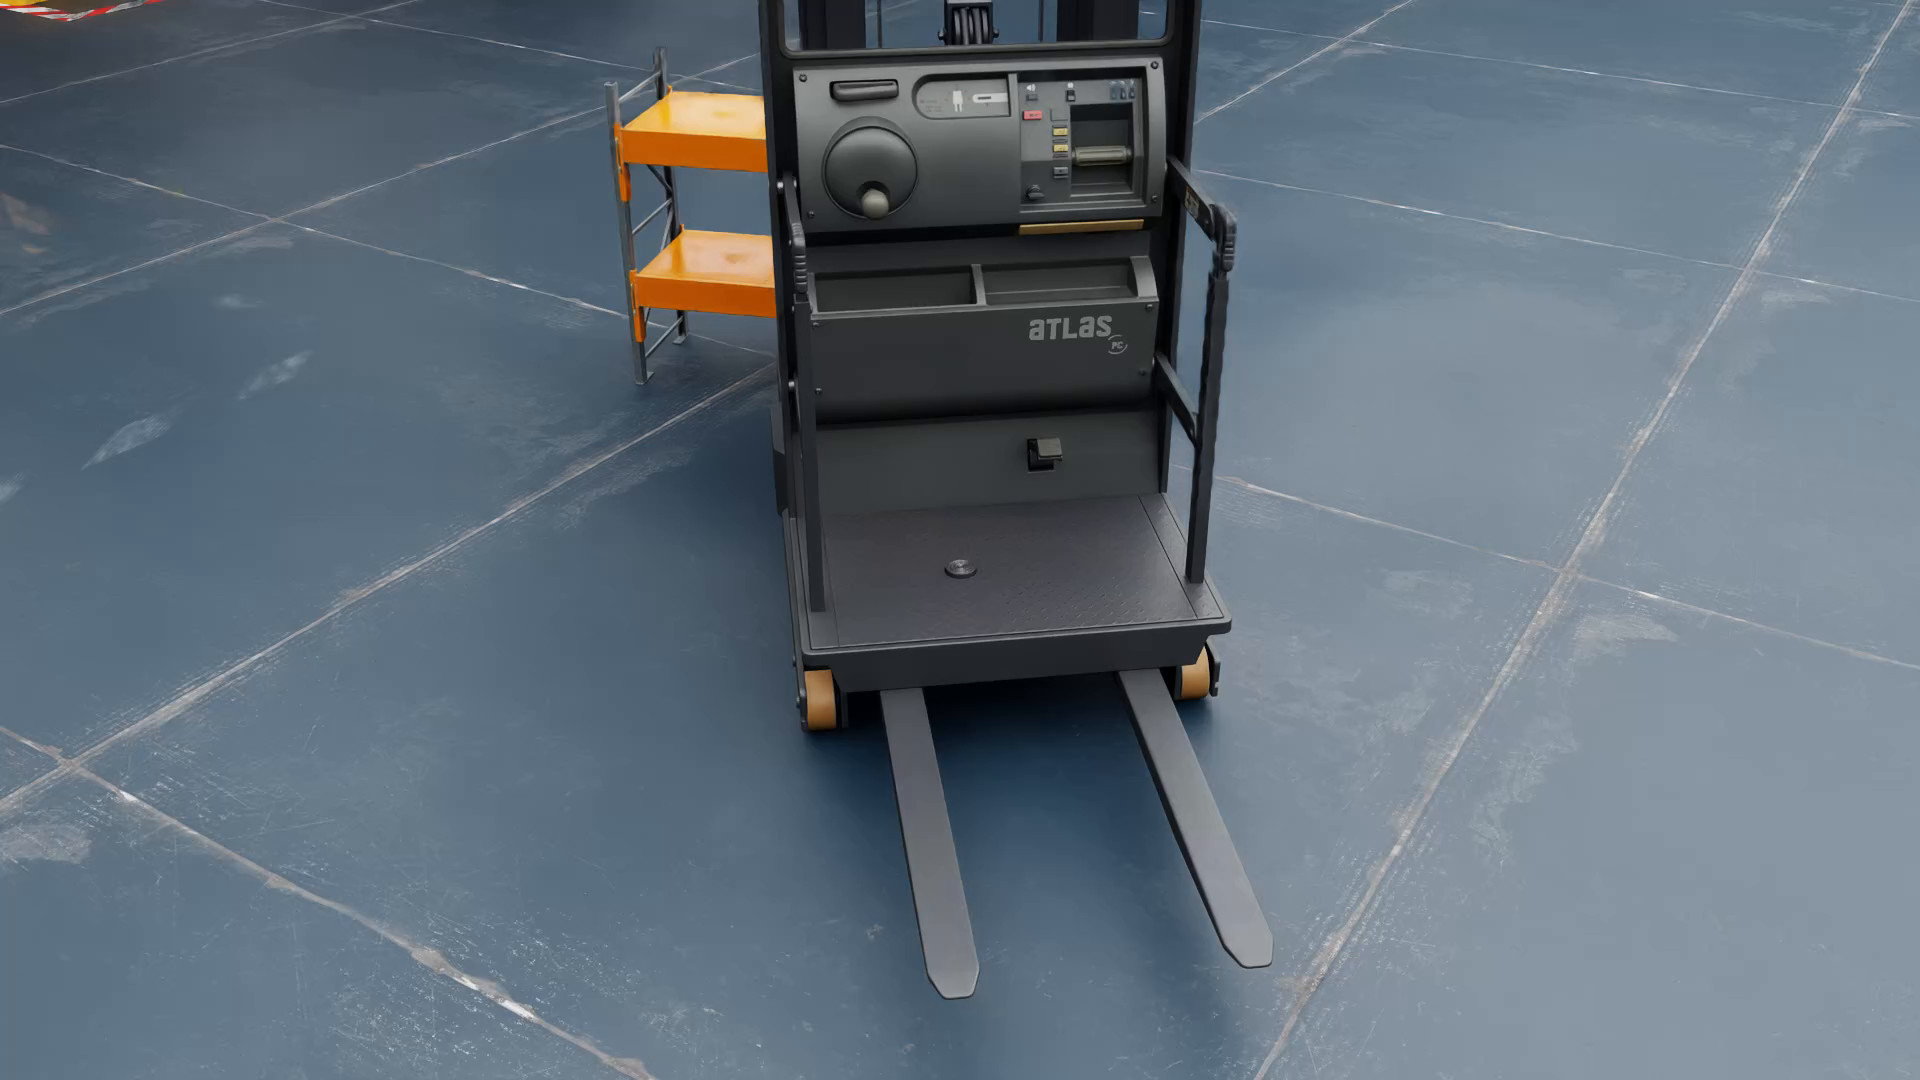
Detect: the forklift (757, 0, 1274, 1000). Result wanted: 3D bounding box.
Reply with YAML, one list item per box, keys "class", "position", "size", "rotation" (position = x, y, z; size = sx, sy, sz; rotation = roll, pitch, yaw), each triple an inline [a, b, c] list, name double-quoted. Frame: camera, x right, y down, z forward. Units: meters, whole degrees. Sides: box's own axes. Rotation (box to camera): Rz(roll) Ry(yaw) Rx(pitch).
- class: "forklift"
  position: [0.087, -0.952, 3.973]
  size: [1.130, 2.935, 3.031]
  rotation: [-4, 31, -7]

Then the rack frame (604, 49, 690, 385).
- class: "rack frame"
  position: [-1.151, -1.191, 6.176]
  size: [0.032, 1.125, 0.500]
  rotation: [6, 31, 11]

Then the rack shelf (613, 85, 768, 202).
- class: "rack shelf"
  position: [-0.654, -1.390, 5.935]
  size: [1.000, 0.278, 0.538]
  rotation: [6, 31, 11]

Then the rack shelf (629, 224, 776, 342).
- class: "rack shelf"
  position: [-0.654, -0.926, 6.206]
  size: [1.000, 0.278, 0.538]
  rotation: [6, 31, 11]

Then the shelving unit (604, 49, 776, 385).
- class: "shelving unit"
  position: [-0.654, -1.137, 6.083]
  size: [1.048, 1.125, 0.538]
  rotation: [6, 31, 11]

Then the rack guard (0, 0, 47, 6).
- class: "rack guard"
  position: [-6.438, -4.251, 12.040]
  size: [0.348, 0.500, 1.175]
  rotation: [18, 35, 27]
